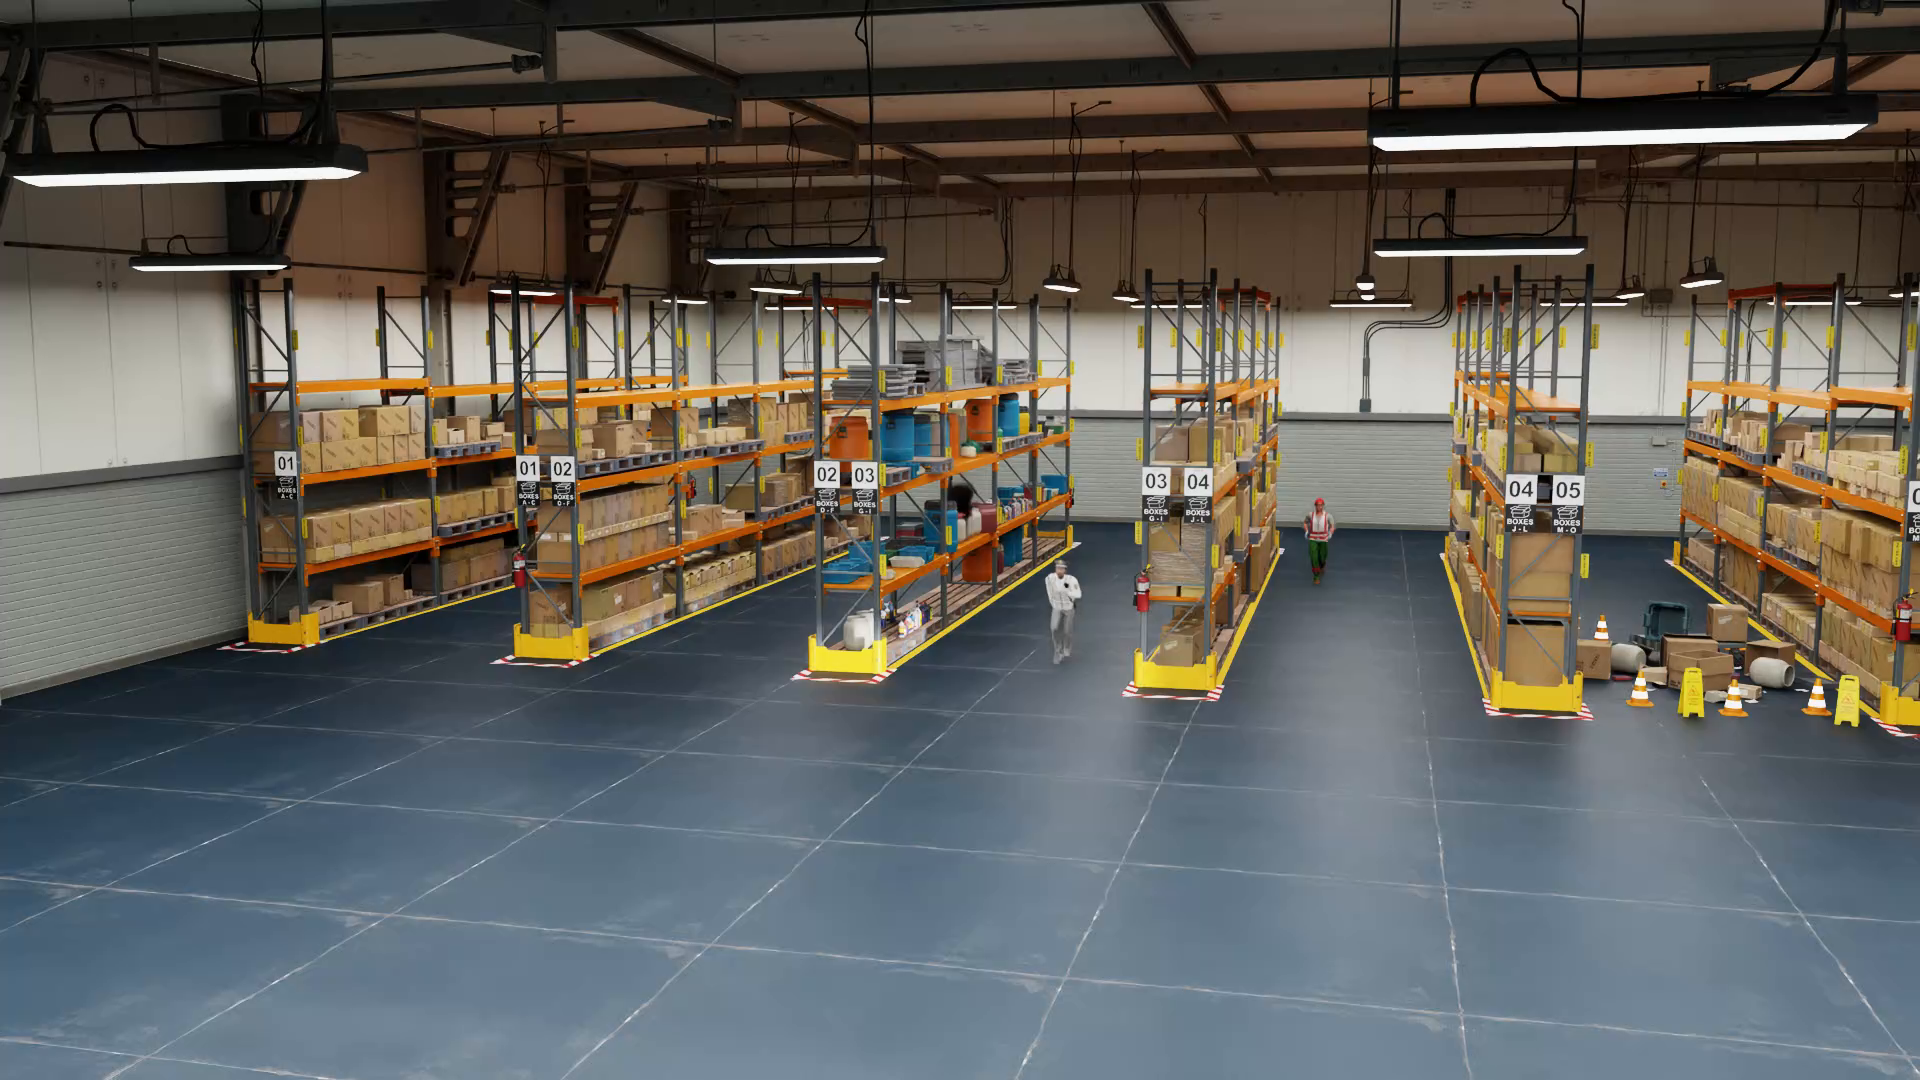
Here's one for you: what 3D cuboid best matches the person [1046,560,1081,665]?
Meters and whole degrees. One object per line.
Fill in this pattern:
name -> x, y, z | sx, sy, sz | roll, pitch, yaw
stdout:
person -> 1.594, 1.093, 25.818 | 0.586, 1.652, 0.870 | 1, 7, 12

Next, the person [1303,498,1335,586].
person -> 7.405, 0.019, 34.376 | 0.655, 1.774, 0.845 | 2, 7, 15

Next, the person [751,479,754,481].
person -> -4.772, -0.566, 39.279 | 0.660, 1.785, 0.765 | 2, 7, 15
